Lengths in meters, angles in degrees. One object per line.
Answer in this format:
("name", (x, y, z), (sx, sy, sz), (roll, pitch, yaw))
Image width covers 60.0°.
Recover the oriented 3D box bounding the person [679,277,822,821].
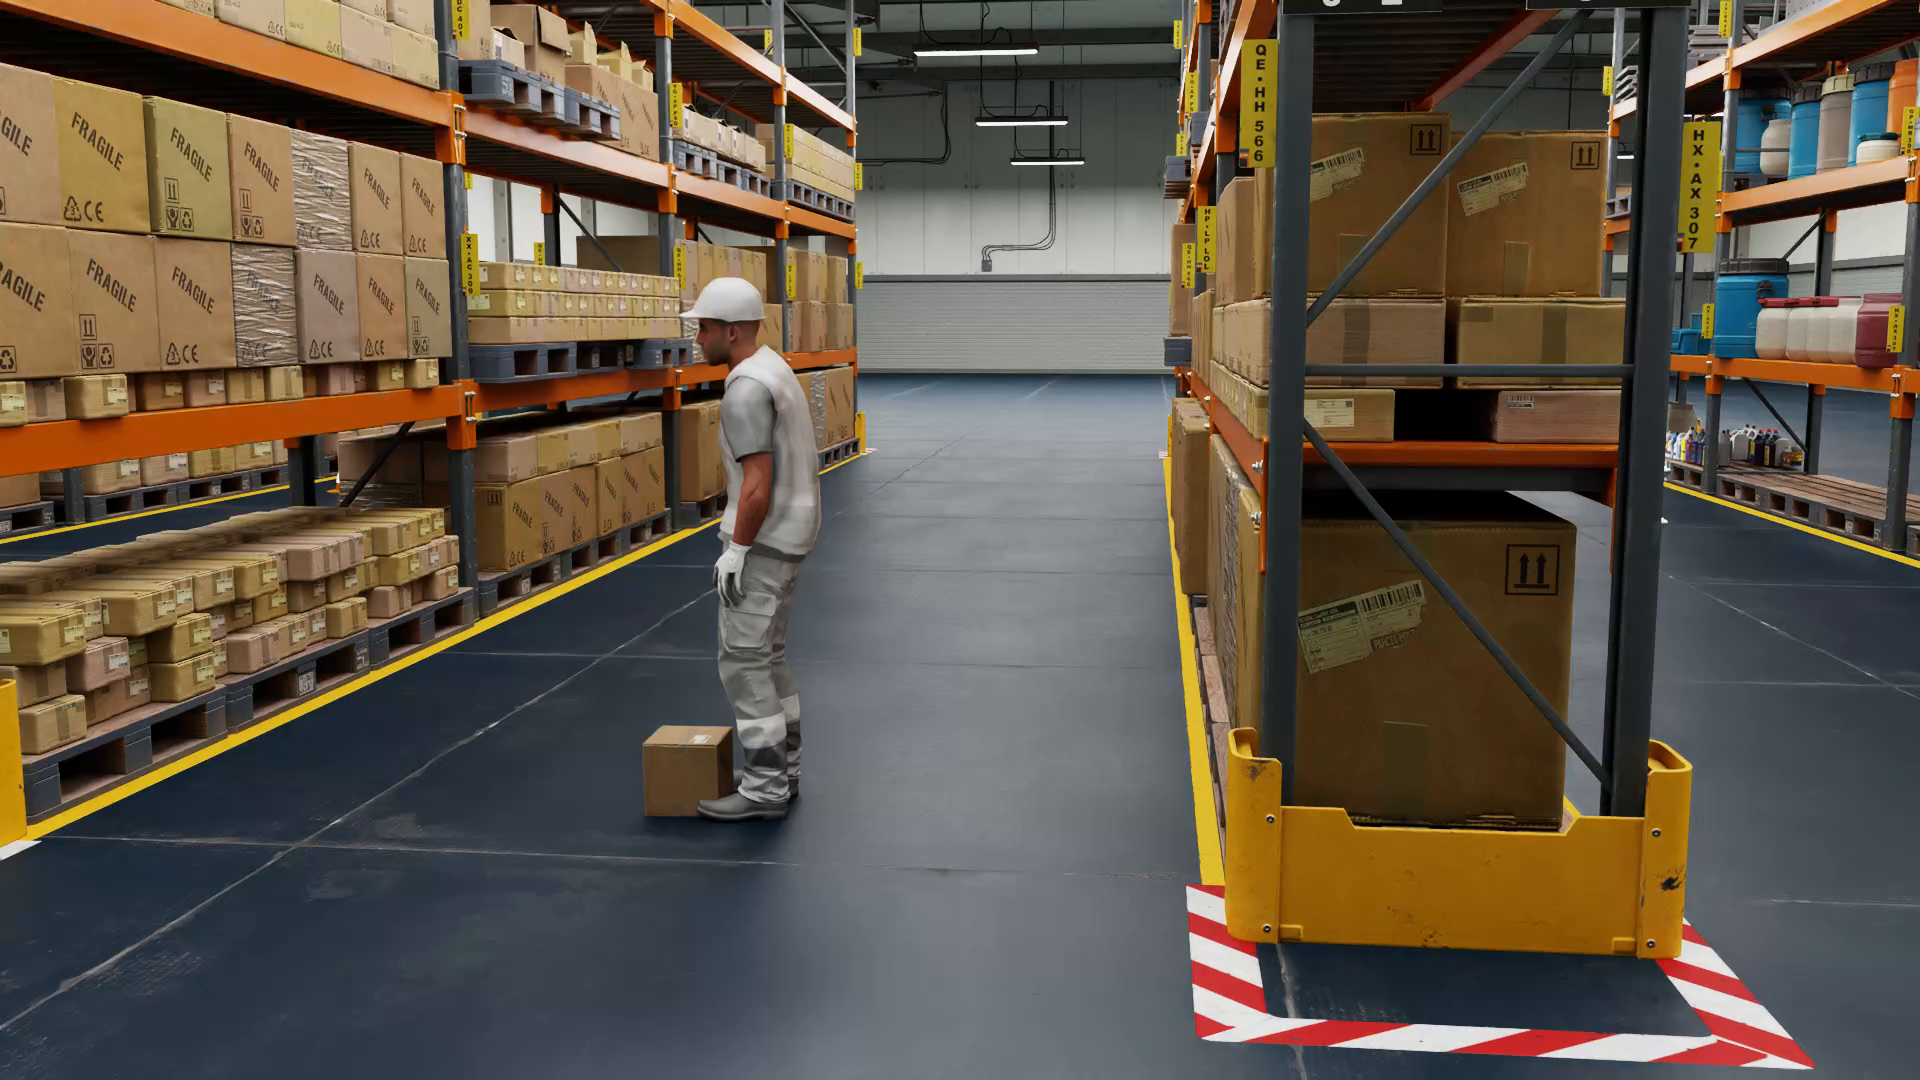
("person", (-0.689, 0.028, 5.523), (0.449, 1.778, 0.595), (1, 8, 4))
